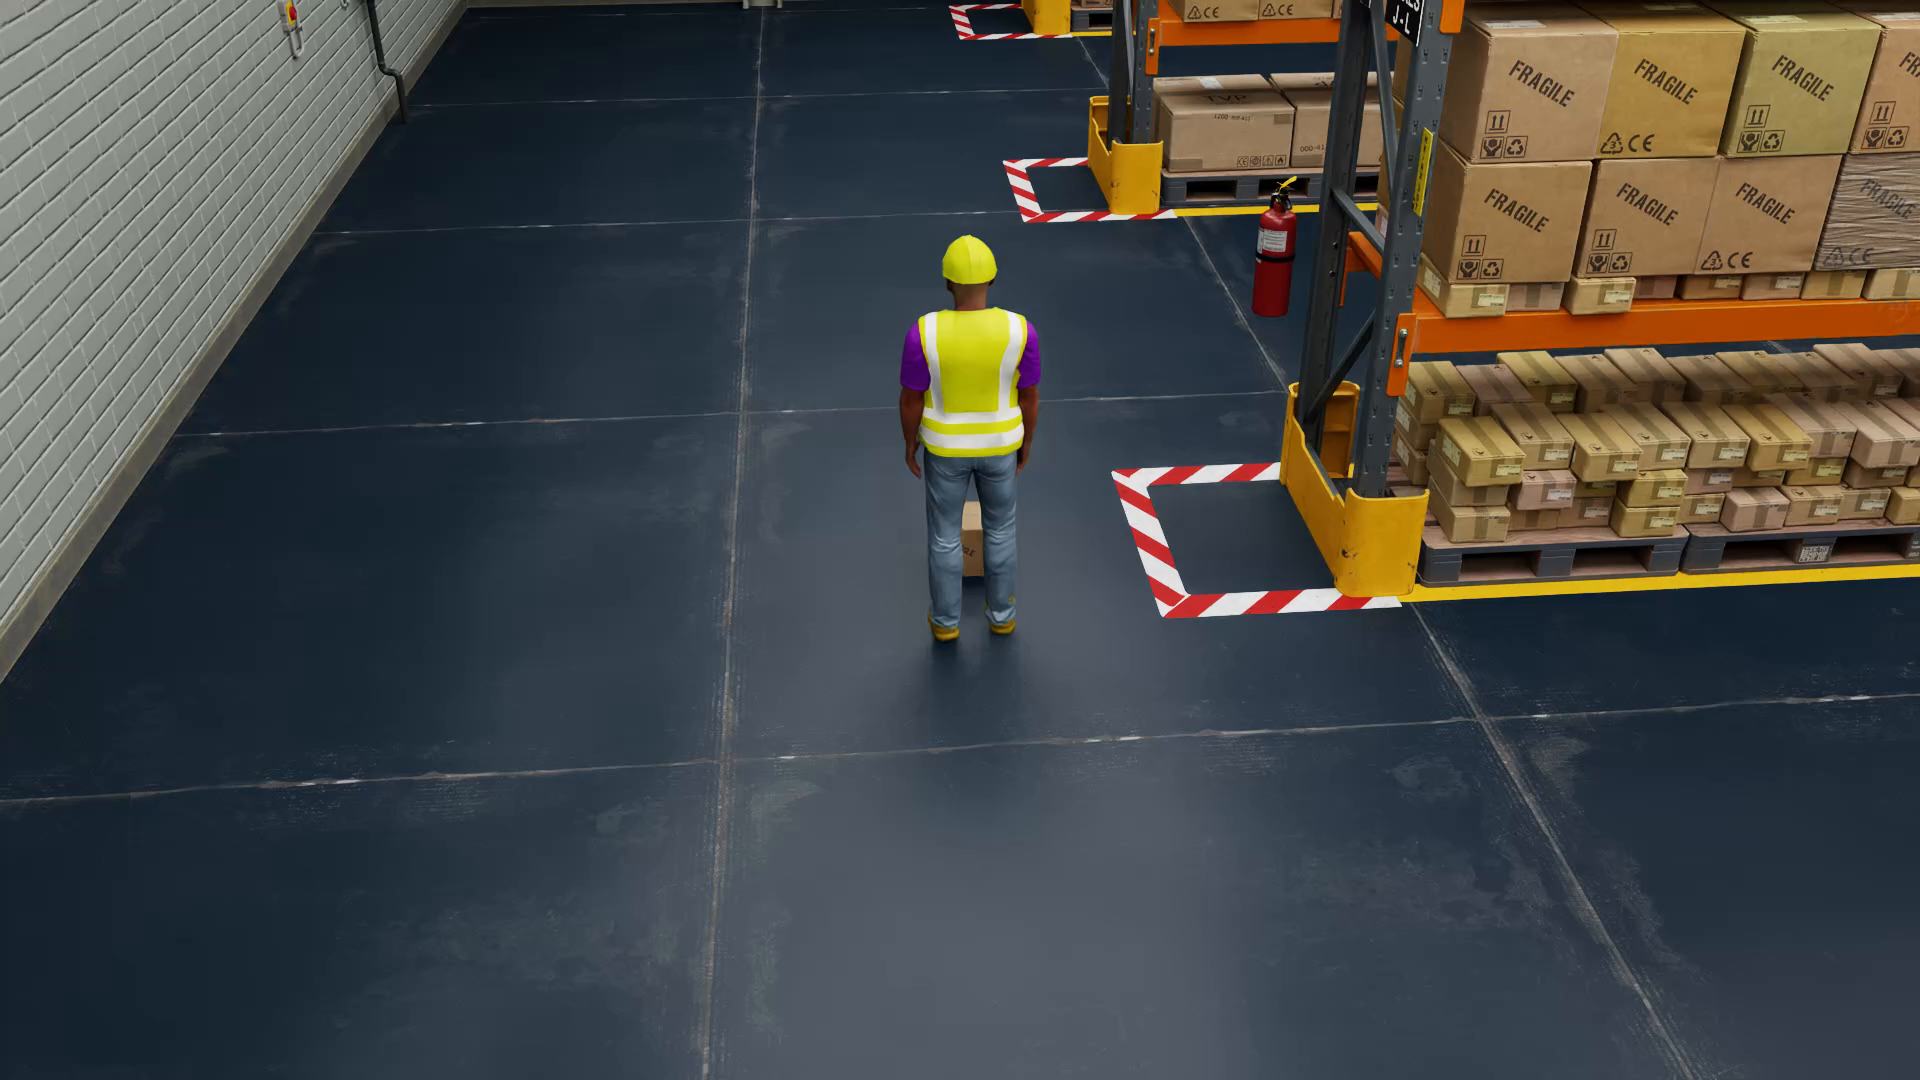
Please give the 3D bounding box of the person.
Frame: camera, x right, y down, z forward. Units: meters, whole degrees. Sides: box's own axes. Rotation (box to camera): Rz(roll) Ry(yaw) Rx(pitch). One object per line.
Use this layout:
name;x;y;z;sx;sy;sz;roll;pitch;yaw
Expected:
person;0.036;-0.377;6.799;0.562;1.748;0.365;-2;31;-3
